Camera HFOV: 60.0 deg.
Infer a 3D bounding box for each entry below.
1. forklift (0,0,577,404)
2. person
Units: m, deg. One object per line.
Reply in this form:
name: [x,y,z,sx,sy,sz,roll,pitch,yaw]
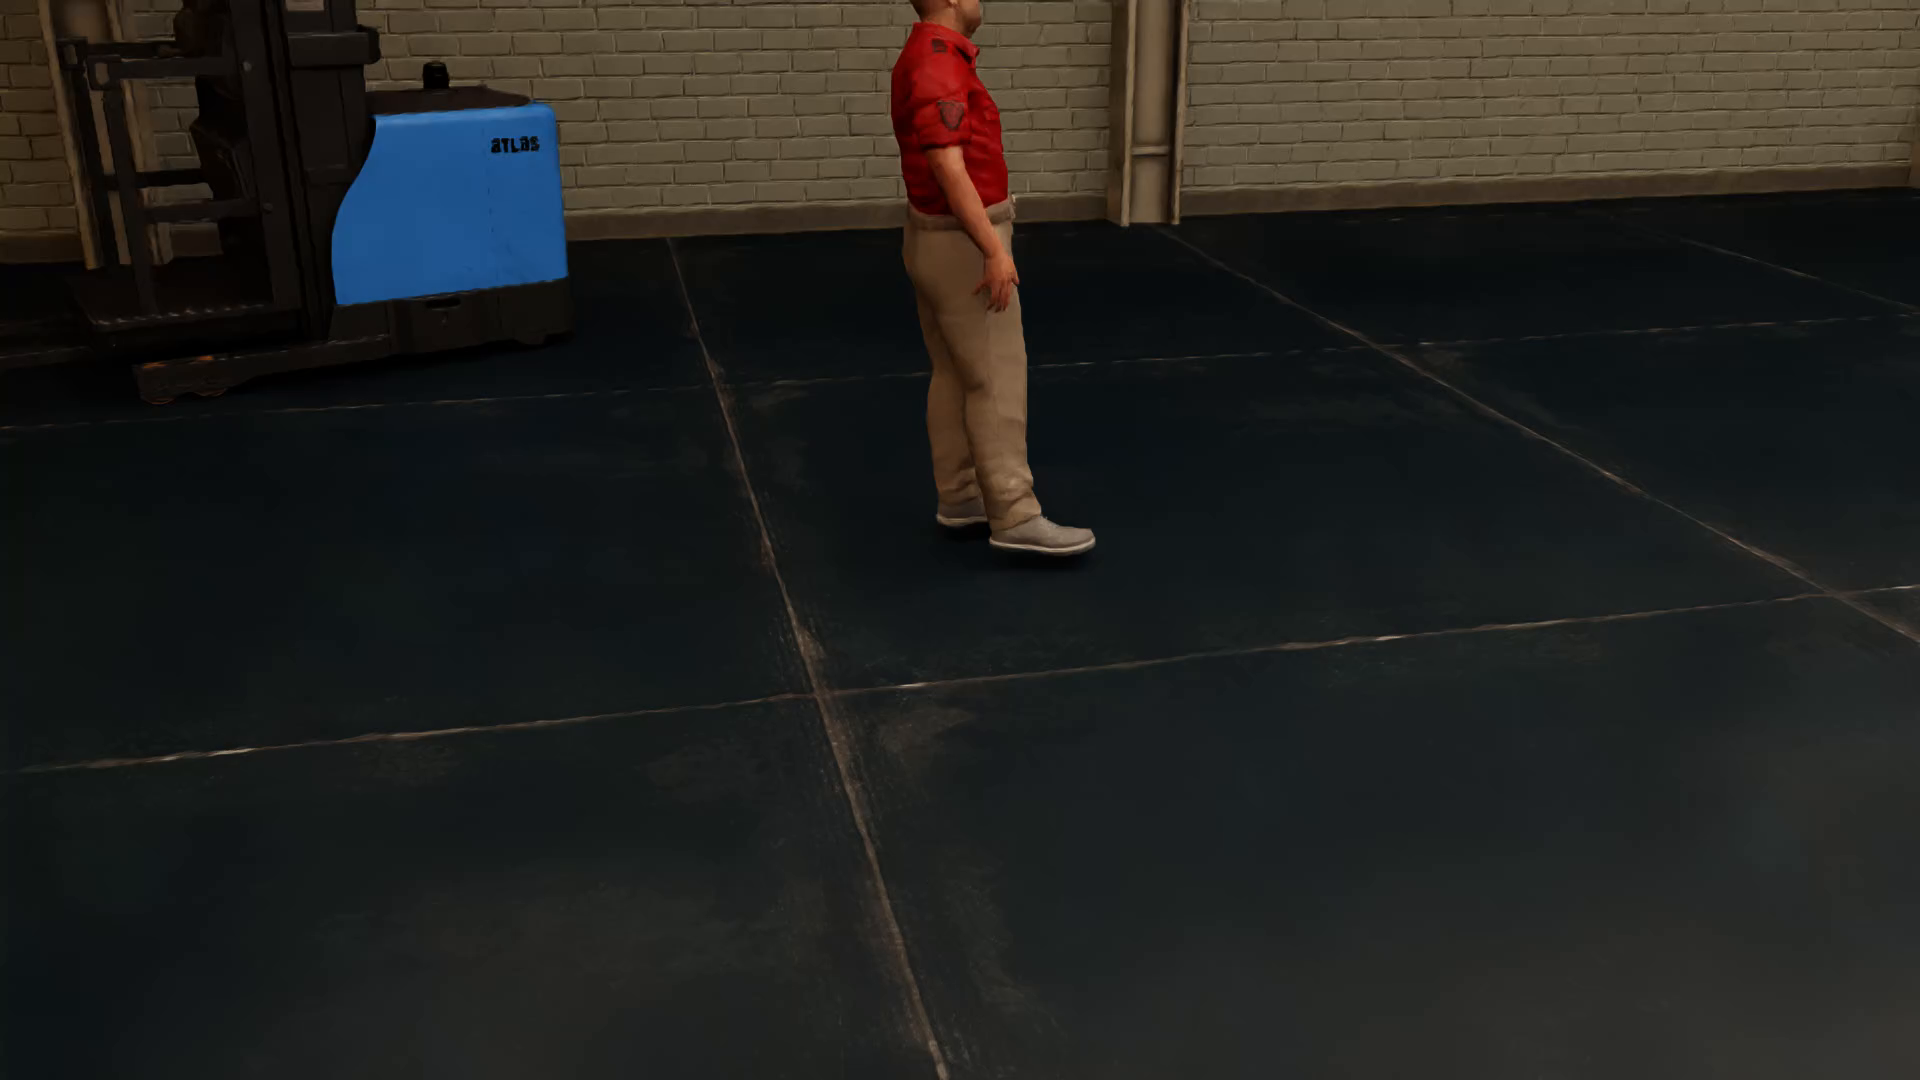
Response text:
forklift: [-3.283,-2.132,6.769,3.031,2.935,1.130,-13,24,-30]
person: [0.090,-0.854,4.981,0.550,1.727,0.640,-5,21,-12]
